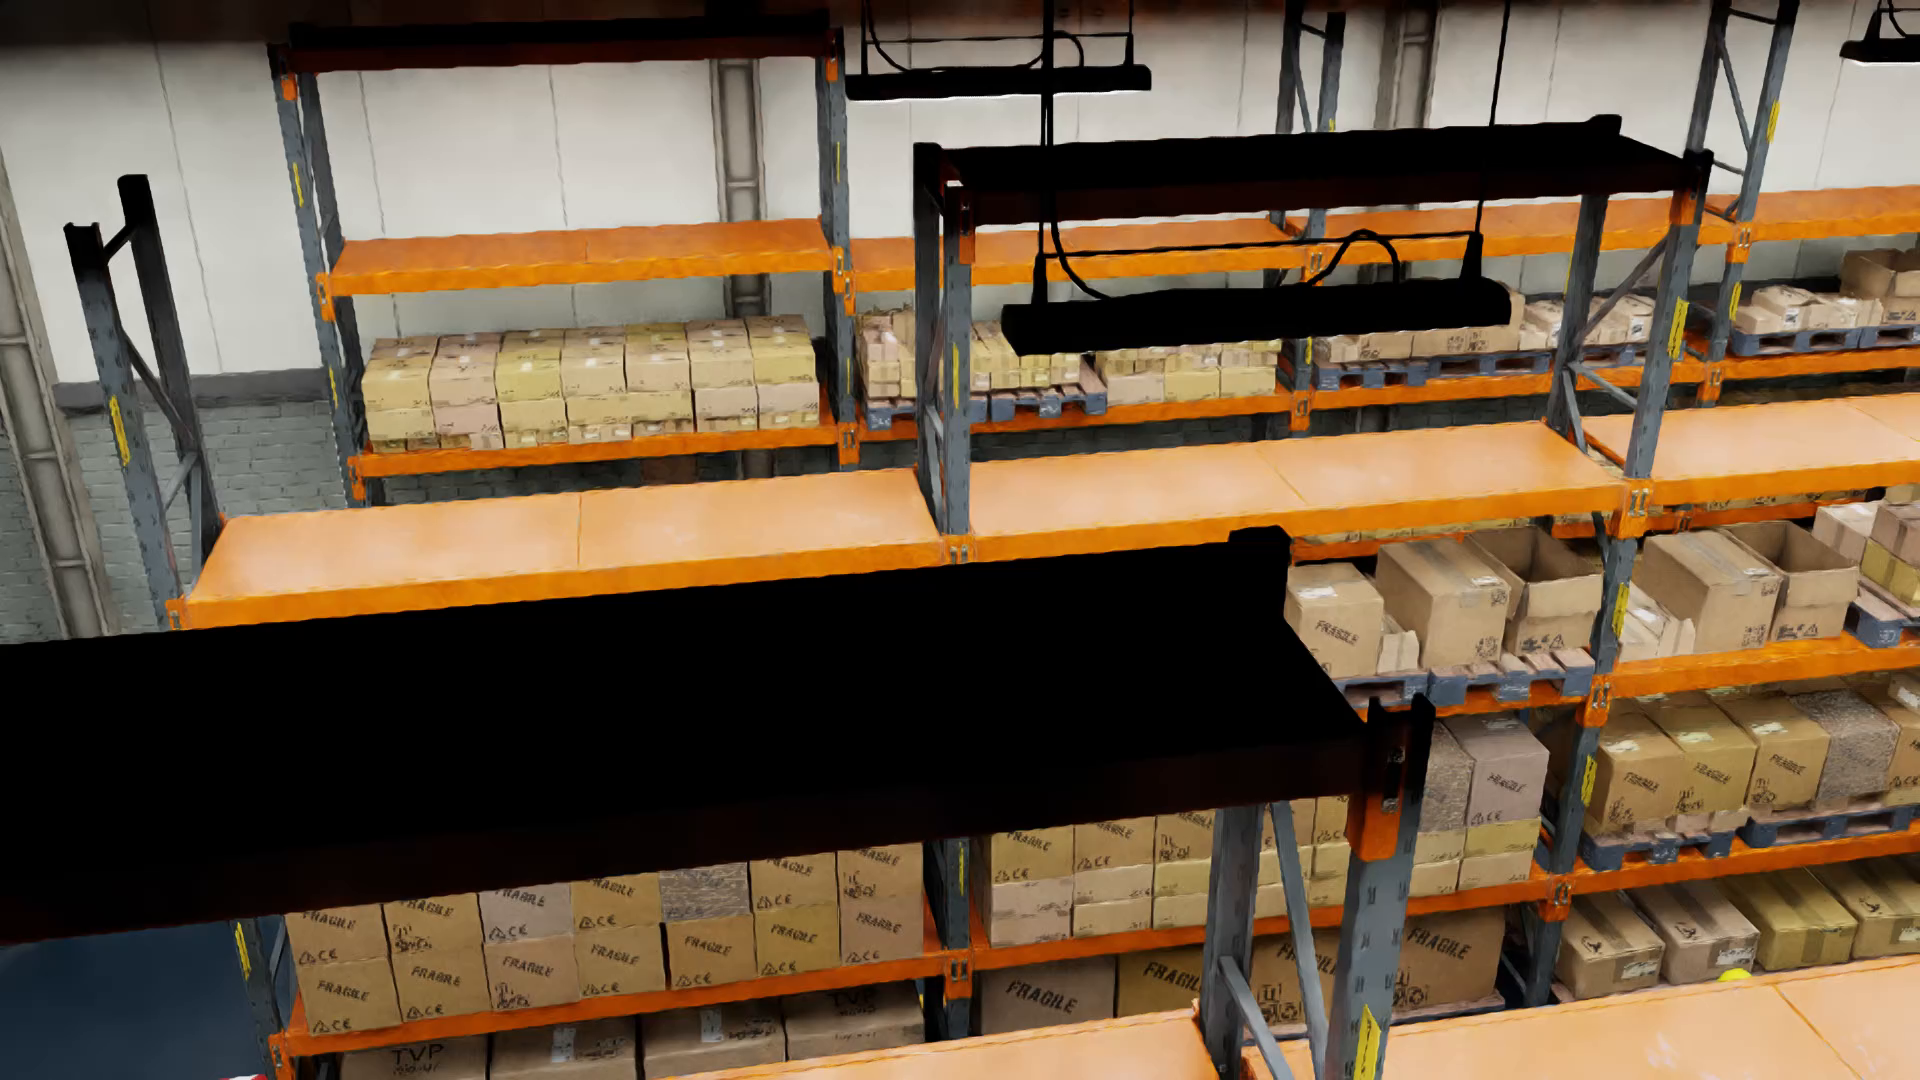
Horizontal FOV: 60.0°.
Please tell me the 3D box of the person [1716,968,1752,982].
[{"bbox_3d":[4.322,3.208,9.598,0.676,1.756,0.579,7,27,14],"label":"person"}]
